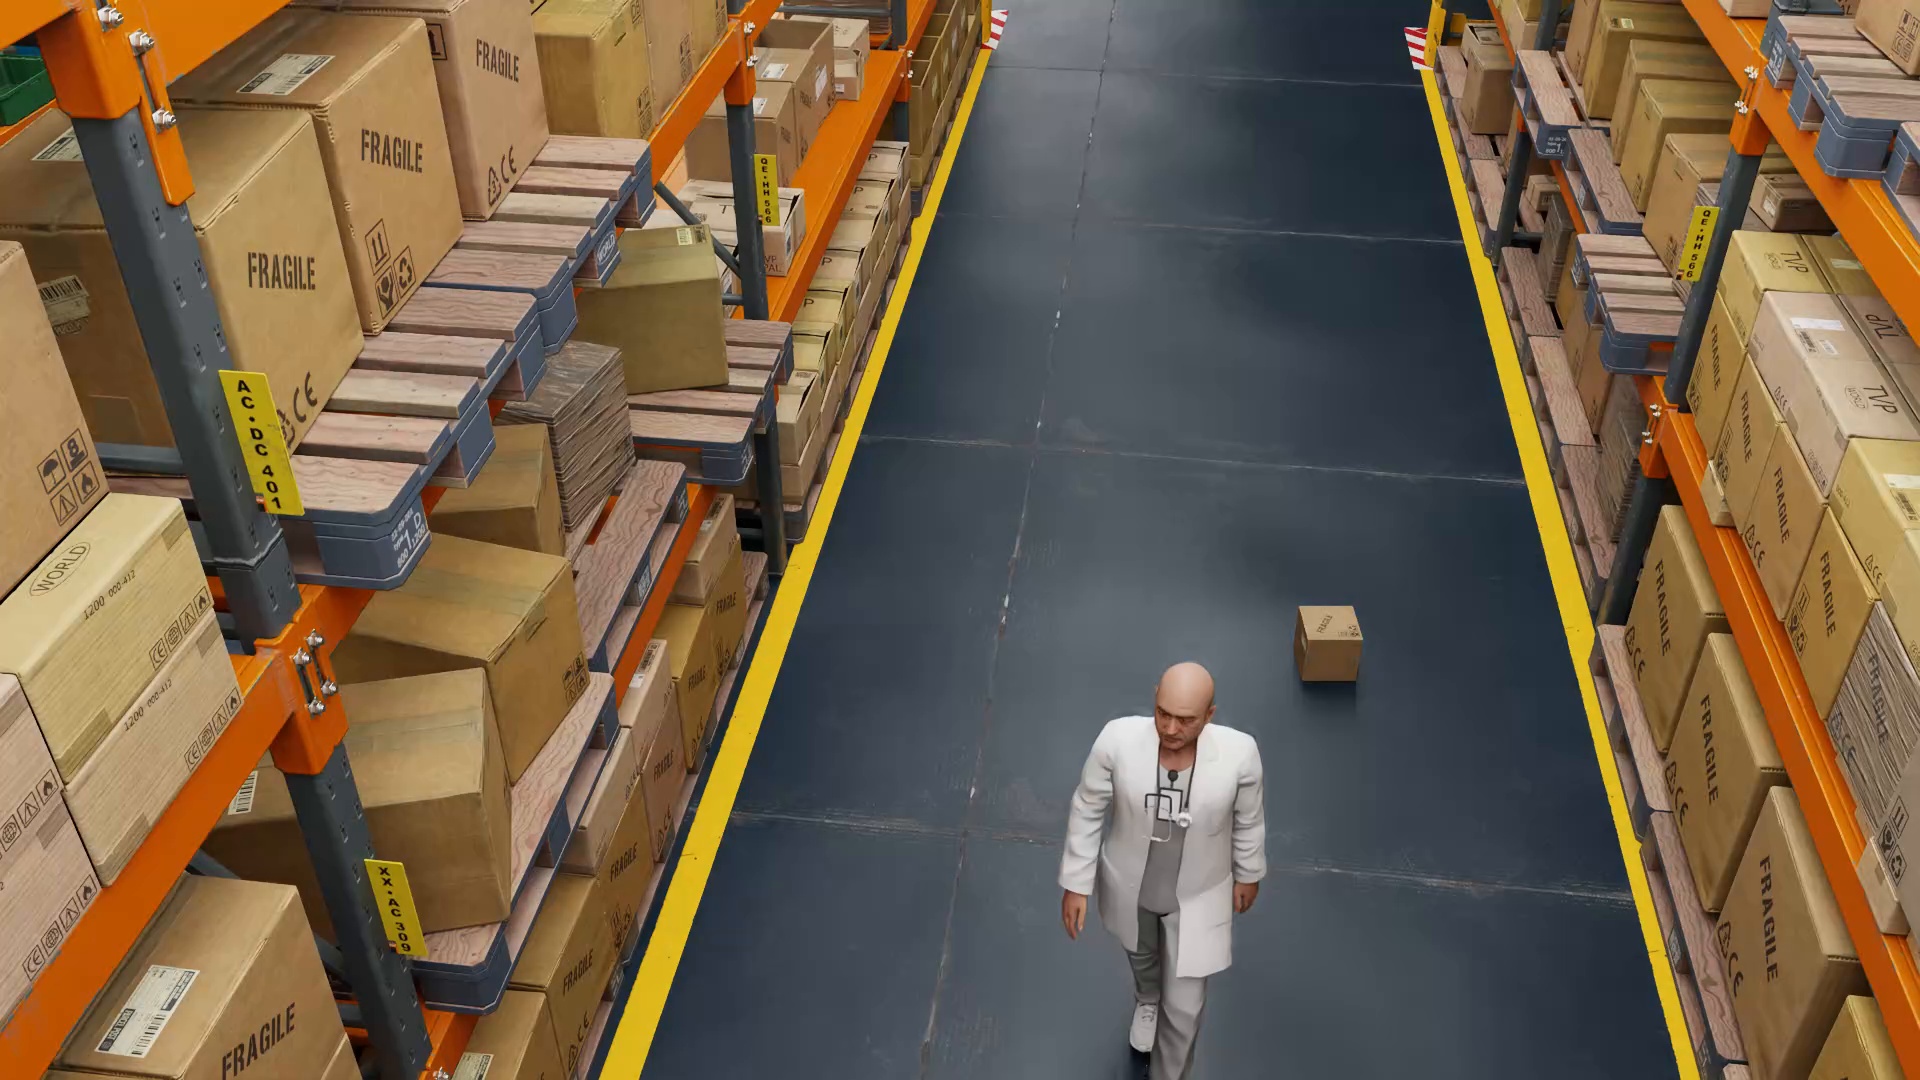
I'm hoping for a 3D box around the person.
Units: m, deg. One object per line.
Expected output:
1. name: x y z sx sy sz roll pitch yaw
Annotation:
1. person: 0.651 1.255 5.500 0.643 1.628 0.765 10 37 14
